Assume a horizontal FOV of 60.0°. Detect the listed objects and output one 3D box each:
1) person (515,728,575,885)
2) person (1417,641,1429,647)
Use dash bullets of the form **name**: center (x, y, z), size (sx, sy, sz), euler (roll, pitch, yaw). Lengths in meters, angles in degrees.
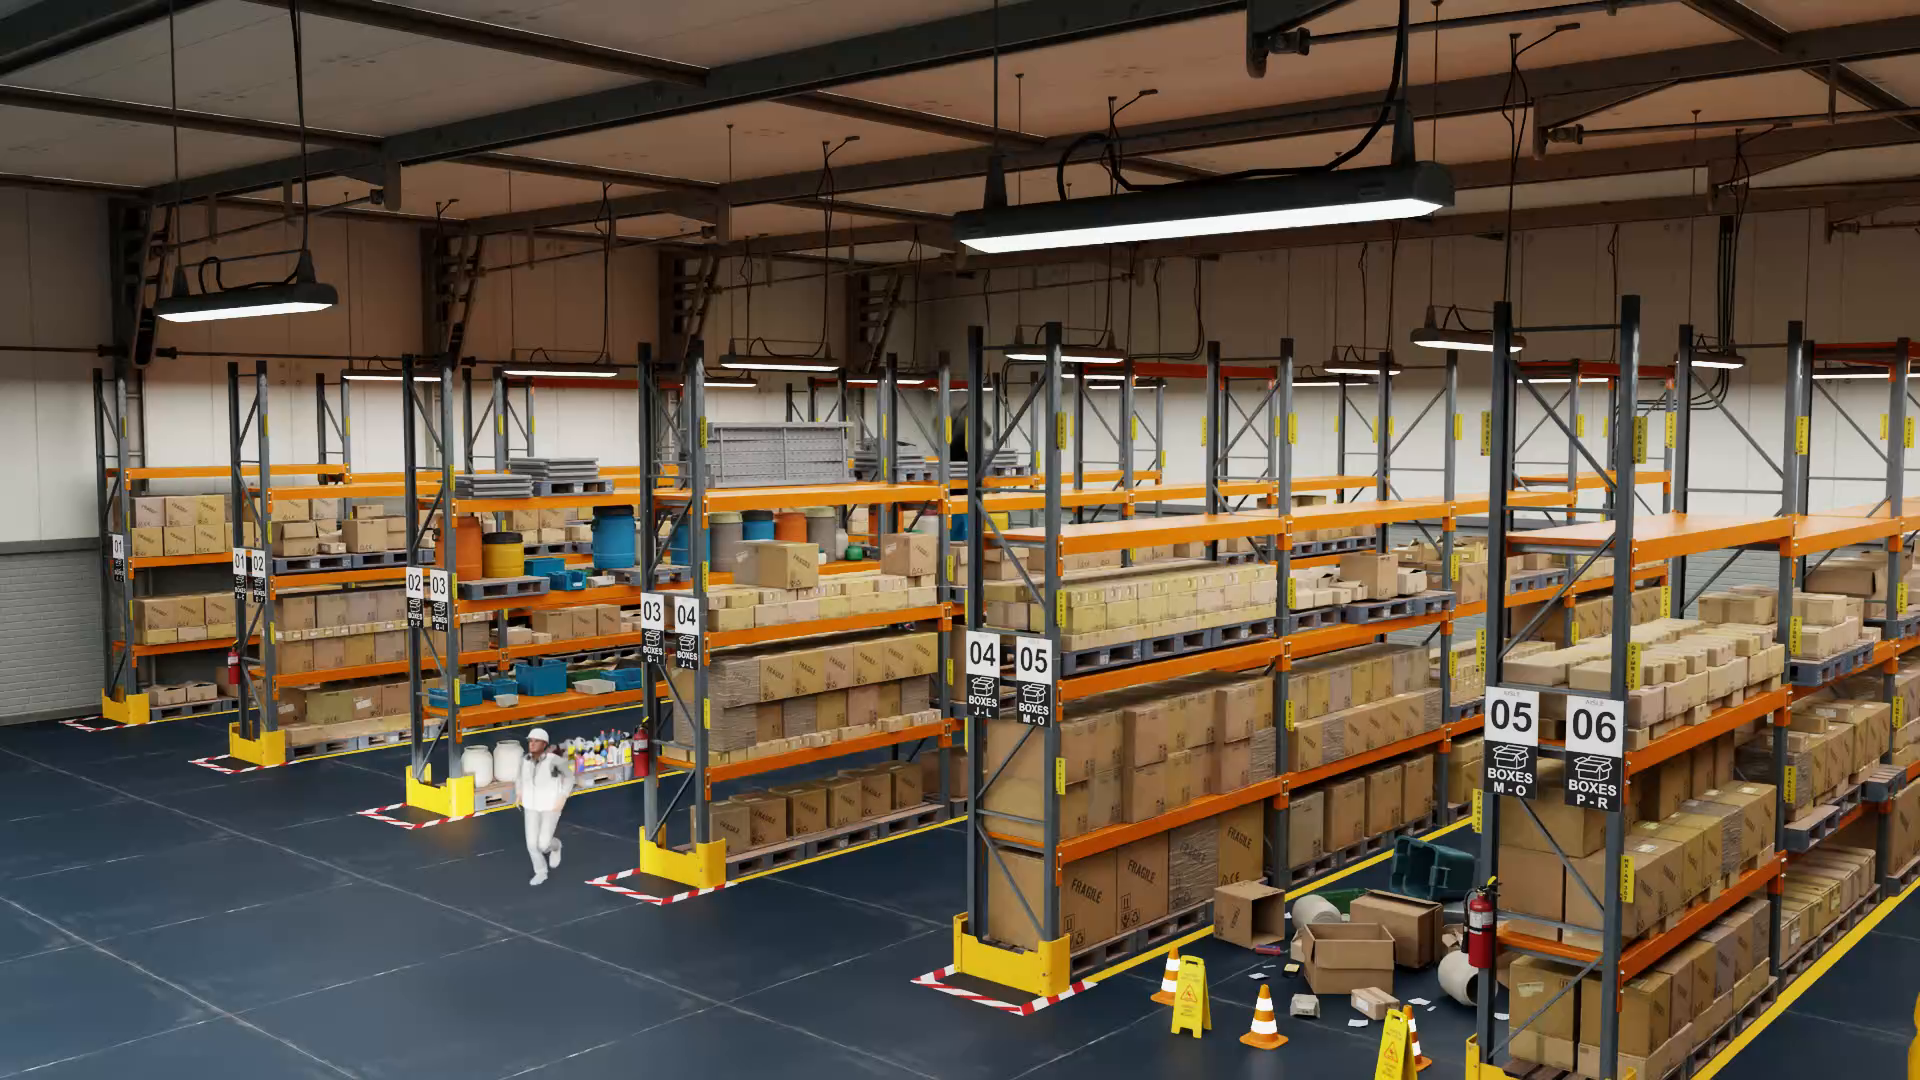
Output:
- **person**: center (-4.630, 2.951, 18.438), size (0.664, 1.744, 0.647), euler (1, 4, 12)
- **person**: center (7.060, 2.403, 25.525), size (1.085, 1.689, 0.673), euler (-4, 6, -40)
